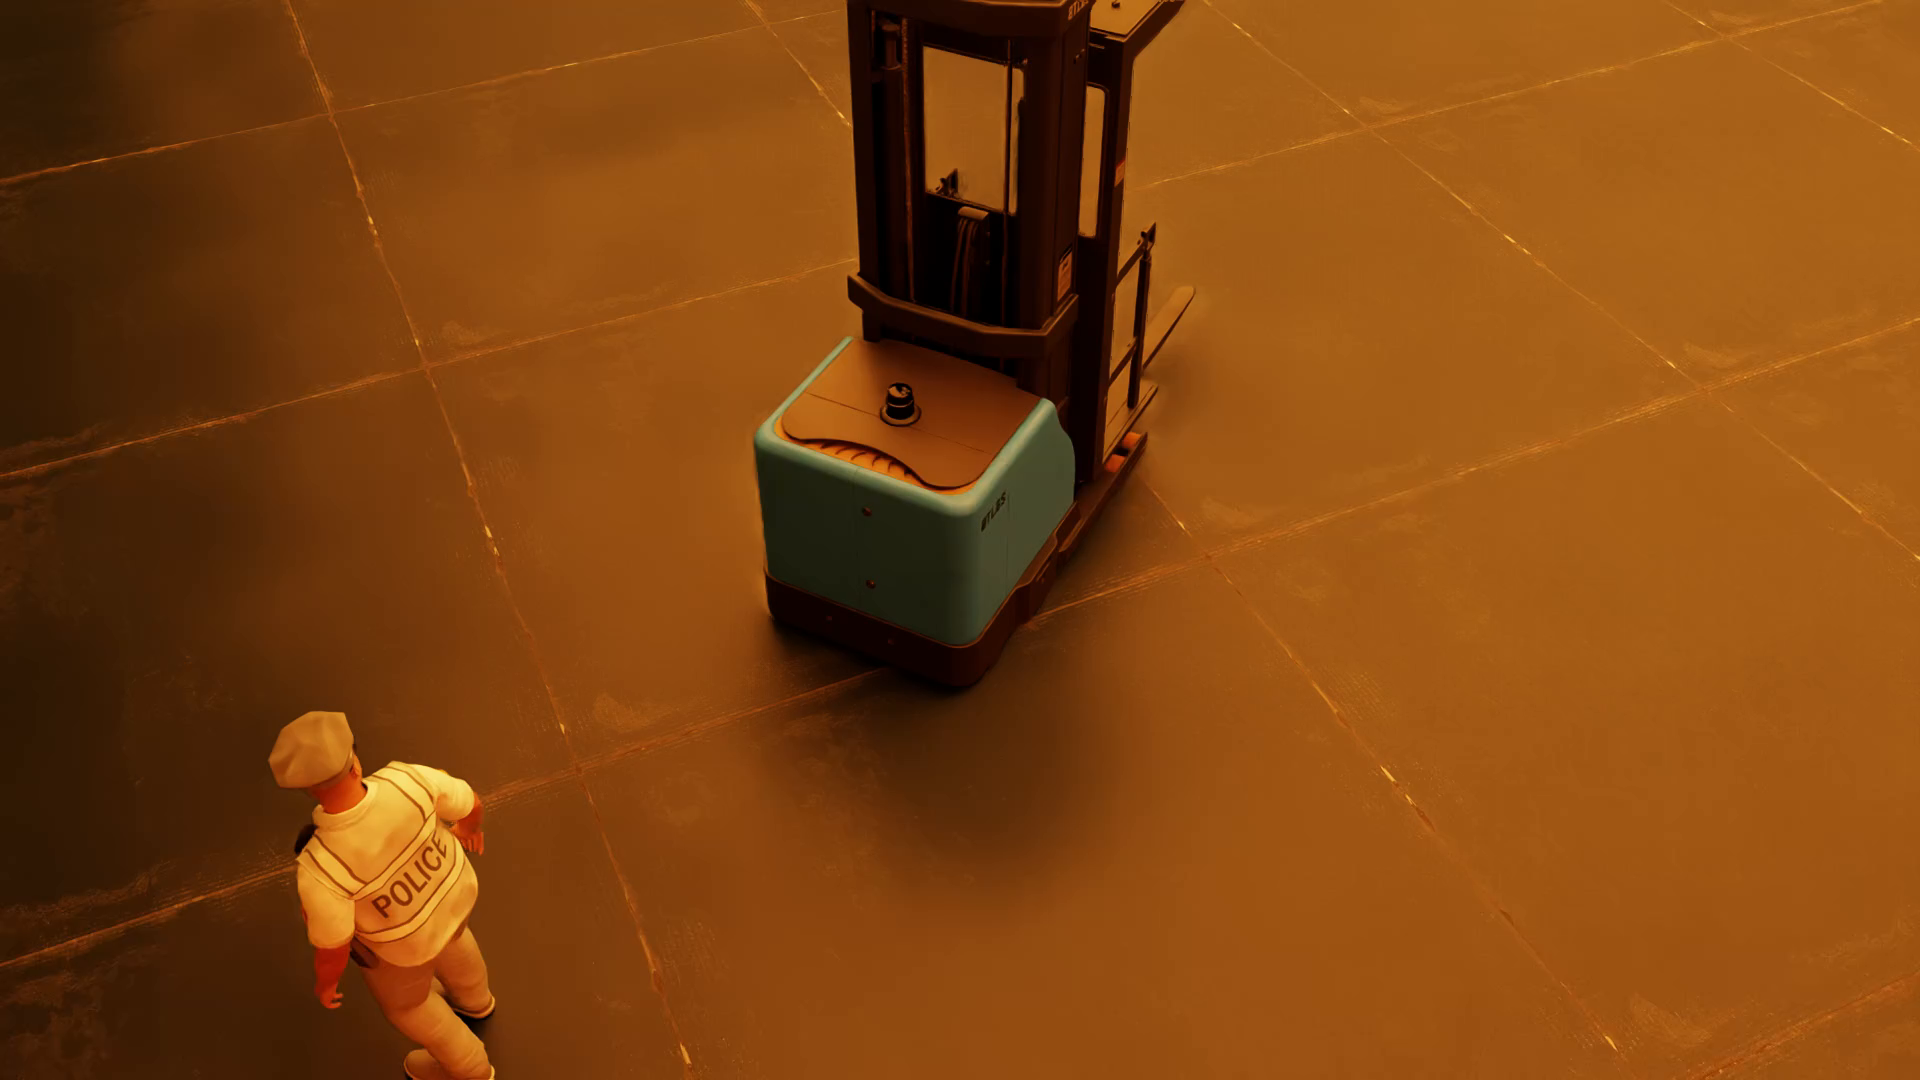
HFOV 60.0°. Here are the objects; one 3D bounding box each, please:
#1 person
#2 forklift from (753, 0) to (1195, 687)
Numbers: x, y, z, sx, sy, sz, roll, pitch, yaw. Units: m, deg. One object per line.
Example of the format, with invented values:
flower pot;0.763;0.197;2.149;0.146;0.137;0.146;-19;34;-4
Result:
person;-1.817;1.161;5.307;0.515;1.742;0.739;17;46;17
forklift;0.270;-1.453;7.237;1.130;2.935;3.031;19;46;20
